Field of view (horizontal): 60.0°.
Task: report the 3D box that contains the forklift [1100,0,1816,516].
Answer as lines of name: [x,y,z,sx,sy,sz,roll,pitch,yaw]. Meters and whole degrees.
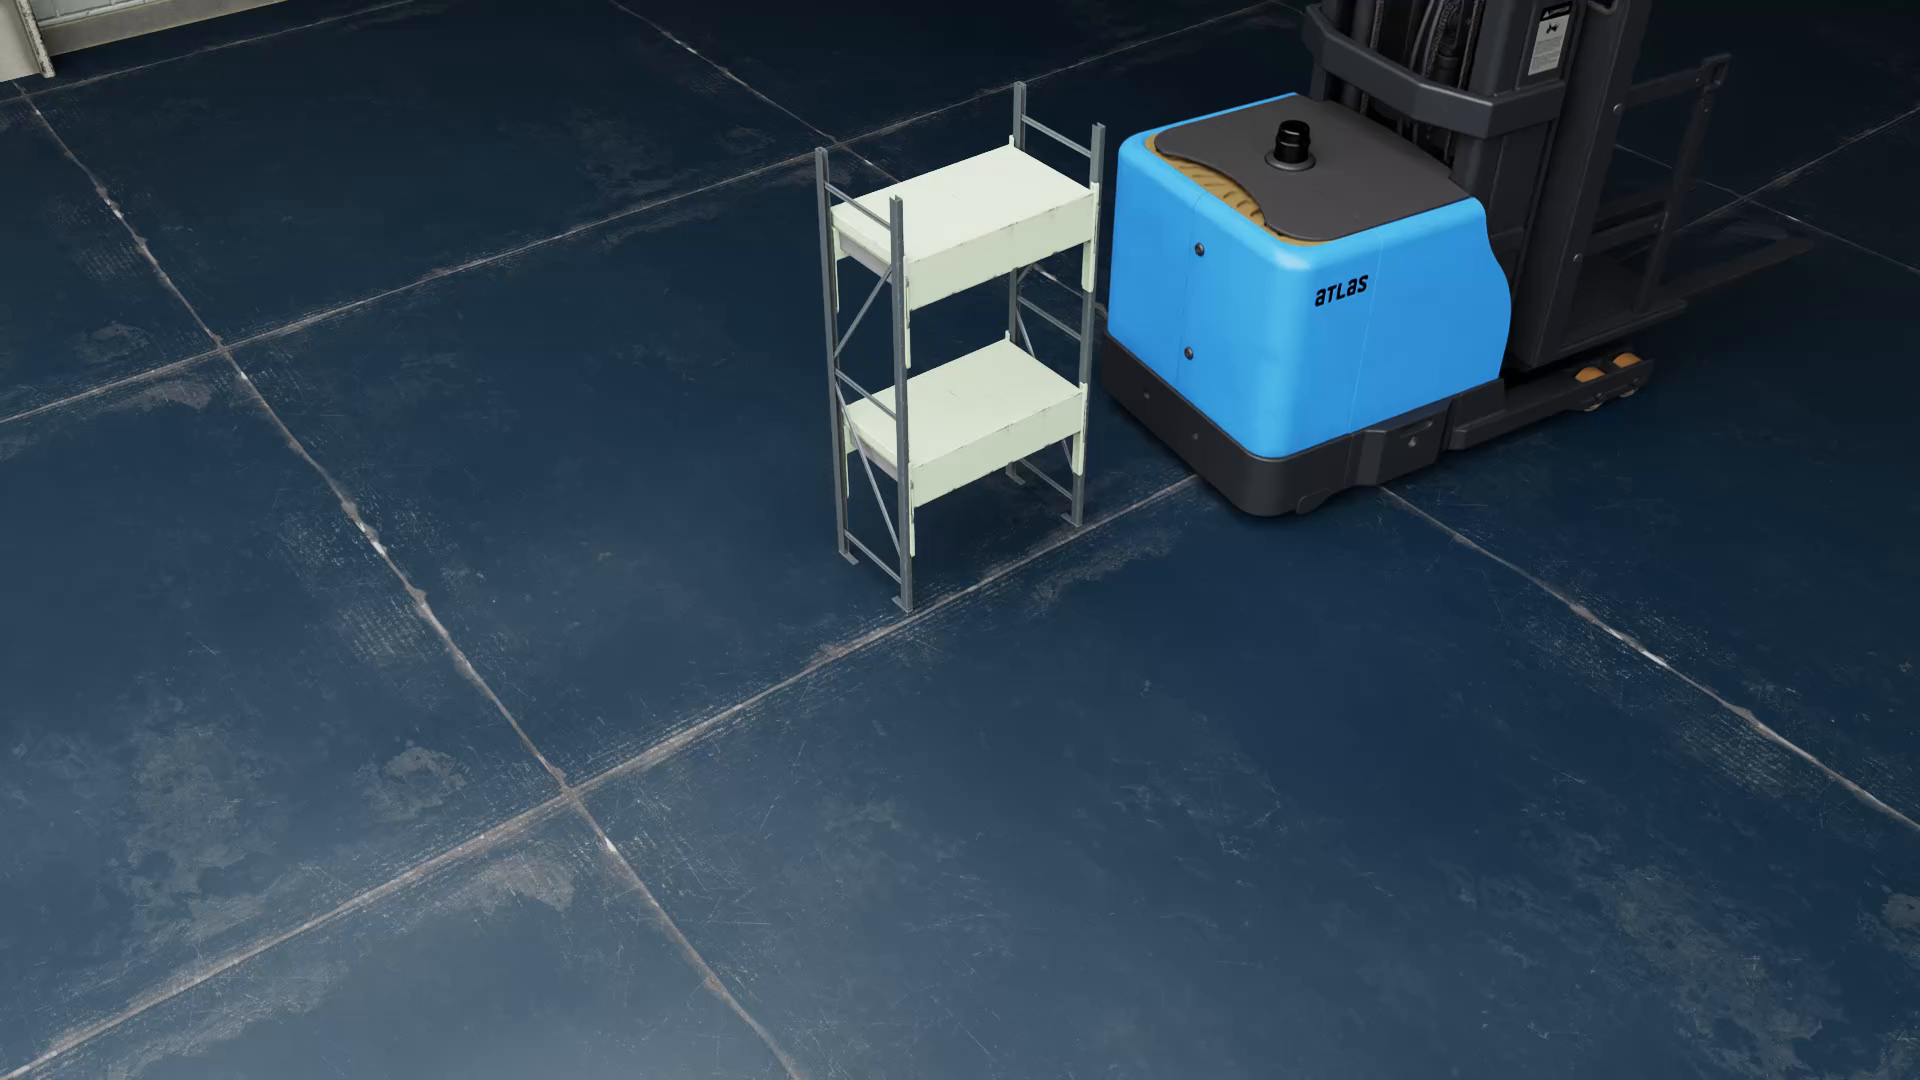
forklift: [2.073,-1.897,5.751,3.031,2.935,1.130,-20,43,-22]

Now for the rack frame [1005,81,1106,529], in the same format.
rack frame: [0.295,-0.724,5.450,0.023,1.500,0.400,-26,46,-28]

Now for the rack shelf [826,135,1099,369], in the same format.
rack shelf: [0.005,-0.884,5.030,0.720,0.370,0.431,-26,46,-28]

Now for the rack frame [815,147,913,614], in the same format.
rack frame: [-0.285,-0.441,5.105,0.023,1.500,0.400,-26,46,-28]

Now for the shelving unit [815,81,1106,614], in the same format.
shelving unit: [0.005,-0.582,5.277,0.755,1.500,0.431,-26,46,-28]

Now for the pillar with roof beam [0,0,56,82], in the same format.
pillar with roof beam: [-2.366,-3.752,3.229,0.400,9.000,9.100,-26,46,-28]

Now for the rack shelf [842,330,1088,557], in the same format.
rack shelf: [0.005,-0.330,5.484,0.720,0.370,0.431,-26,46,-28]
